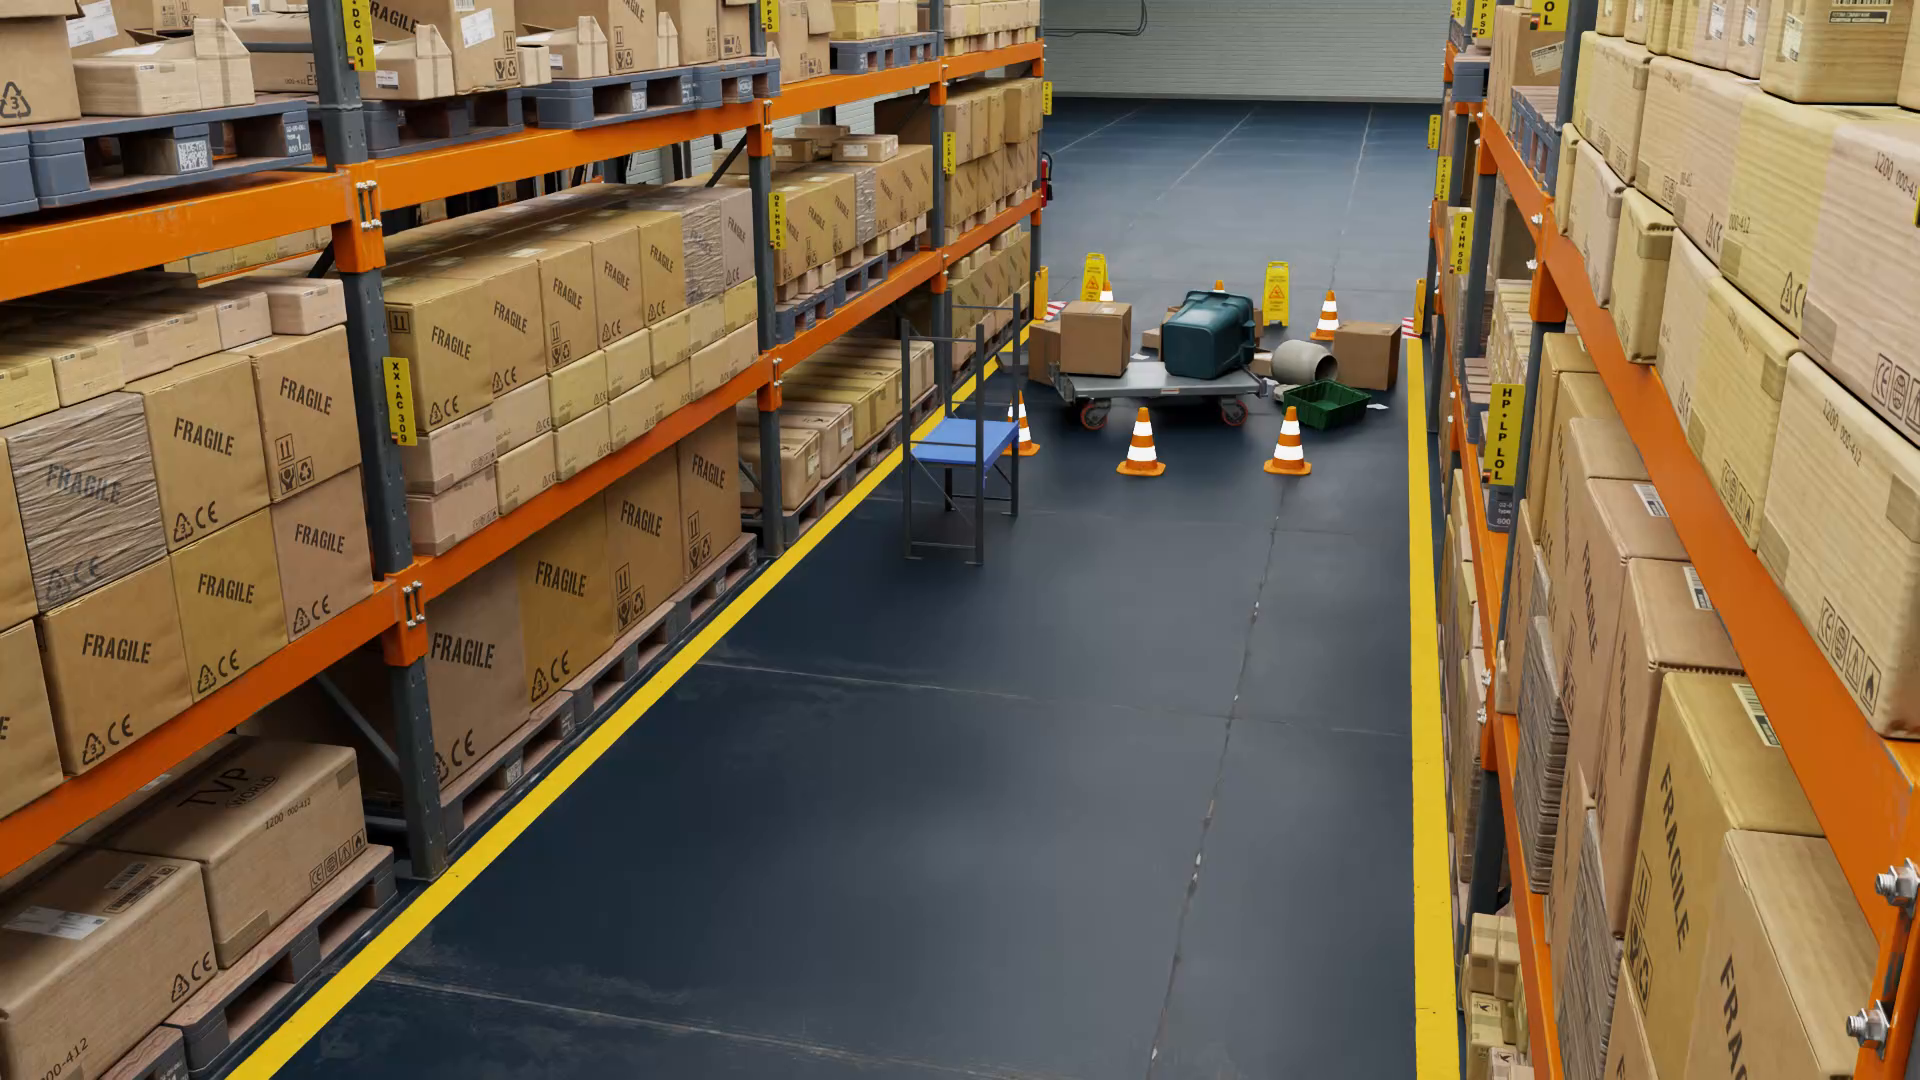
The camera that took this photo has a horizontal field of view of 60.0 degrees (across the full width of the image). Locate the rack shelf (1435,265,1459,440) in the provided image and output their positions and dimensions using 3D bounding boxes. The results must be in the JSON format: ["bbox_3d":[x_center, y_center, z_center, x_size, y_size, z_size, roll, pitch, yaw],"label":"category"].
[{"bbox_3d":[3.712,-1.280,10.908,1.077,0.370,4.000,5,19,13],"label":"rack shelf"}]

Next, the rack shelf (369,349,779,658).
[{"bbox_3d":[-2.090,-0.386,8.290,1.077,0.370,4.000,5,19,13],"label":"rack shelf"}]

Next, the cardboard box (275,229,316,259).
[{"bbox_3d":[-5.576,-2.437,13.413,0.500,0.250,0.500,5,19,14],"label":"cardboard box"}]

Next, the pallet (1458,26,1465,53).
[{"bbox_3d":[4.410,-3.881,12.905,1.003,0.211,1.213,5,19,13],"label":"pallet"}]

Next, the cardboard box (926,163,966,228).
[{"bbox_3d":[-0.246,-2.911,13.954,0.500,0.500,0.500,5,19,13],"label":"cardboard box"}]

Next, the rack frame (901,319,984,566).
[{"bbox_3d":[-0.103,-0.577,10.057,0.500,1.500,0.032,5,19,13],"label":"rack frame"}]

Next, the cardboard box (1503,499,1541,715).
[{"bbox_3d":[1.880,0.207,4.826,0.500,0.500,0.500,4,19,12],"label":"cardboard box"}]

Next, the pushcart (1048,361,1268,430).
[{"bbox_3d":[1.599,-1.202,13.622,1.648,0.377,0.936,-2,19,-6],"label":"pushcart"}]

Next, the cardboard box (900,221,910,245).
[{"bbox_3d":[-0.592,-2.339,12.633,0.380,0.149,0.250,4,19,12],"label":"cardboard box"}]

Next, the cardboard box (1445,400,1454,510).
[{"bbox_3d":[3.669,-0.586,10.594,1.050,0.750,0.750,5,19,14],"label":"cardboard box"}]

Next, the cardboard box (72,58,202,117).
[{"bbox_3d":[-2.489,-1.338,4.907,0.380,0.149,0.250,5,20,15],"label":"cardboard box"}]

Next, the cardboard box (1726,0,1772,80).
[{"bbox_3d":[1.408,-0.787,2.551,0.380,0.149,0.250,5,20,15],"label":"cardboard box"}]

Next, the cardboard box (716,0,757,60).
[{"bbox_3d":[-1.547,-2.890,9.058,0.797,0.503,0.637,3,19,10],"label":"cardboard box"}]

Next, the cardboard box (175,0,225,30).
[{"bbox_3d":[-5.754,-3.984,12.110,0.500,0.500,0.500,5,20,15],"label":"cardboard box"}]

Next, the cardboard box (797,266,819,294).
[{"bbox_3d":[-1.129,-1.688,10.729,0.380,0.149,0.250,3,19,10],"label":"cardboard box"}]

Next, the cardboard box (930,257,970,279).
[{"bbox_3d":[-0.130,-2.364,14.409,0.380,0.149,0.250,5,19,14],"label":"cardboard box"}]

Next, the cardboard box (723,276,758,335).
[{"bbox_3d":[-1.474,-1.347,9.449,0.500,0.250,0.500,5,19,13],"label":"cardboard box"}]

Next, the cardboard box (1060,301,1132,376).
[{"bbox_3d":[1.109,-1.651,13.577,0.500,0.500,0.500,5,19,13],"label":"cardboard box"}]

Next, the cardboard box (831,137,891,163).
[{"bbox_3d":[-0.718,-2.833,12.074,0.380,0.149,0.250,4,19,11],"label":"cardboard box"}]

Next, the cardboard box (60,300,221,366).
[{"bbox_3d":[-2.586,-0.654,5.256,0.380,0.149,0.250,5,19,13],"label":"cardboard box"}]

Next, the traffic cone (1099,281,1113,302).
[{"bbox_3d":[1.499,-2.423,17.067,0.336,0.463,0.334,5,19,13],"label":"traffic cone"}]

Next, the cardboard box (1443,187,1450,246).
[{"bbox_3d":[4.391,-2.609,13.454,0.875,0.550,0.550,5,19,13],"label":"cardboard box"}]

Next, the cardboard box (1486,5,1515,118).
[{"bbox_3d":[2.826,-2.303,7.993,0.500,0.500,0.500,5,19,13],"label":"cardboard box"}]

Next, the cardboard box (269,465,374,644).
[{"bbox_3d":[-2.444,0.019,5.837,0.500,0.500,0.500,5,19,14],"label":"cardboard box"}]

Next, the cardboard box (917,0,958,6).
[{"bbox_3d":[-0.231,-4.358,13.320,0.380,0.149,0.250,4,19,12],"label":"cardboard box"}]

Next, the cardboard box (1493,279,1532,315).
[{"bbox_3d":[2.921,-1.224,8.450,0.380,0.149,0.250,5,19,13],"label":"cardboard box"}]

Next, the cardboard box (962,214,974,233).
[{"bbox_3d":[-0.095,-2.805,14.648,0.380,0.149,0.250,5,20,15],"label":"cardboard box"}]

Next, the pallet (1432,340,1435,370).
[{"bbox_3d":[4.758,-1.544,14.881,1.003,0.211,1.213,5,19,13],"label":"pallet"}]

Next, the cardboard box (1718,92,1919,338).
[{"bbox_3d":[1.258,-0.396,2.025,0.500,0.250,0.500,4,19,12],"label":"cardboard box"}]

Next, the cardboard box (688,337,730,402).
[{"bbox_3d":[-1.583,-0.942,9.036,0.500,0.250,0.500,5,19,14],"label":"cardboard box"}]

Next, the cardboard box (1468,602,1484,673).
[{"bbox_3d":[2.321,0.476,6.712,0.500,0.250,0.500,6,20,16],"label":"cardboard box"}]

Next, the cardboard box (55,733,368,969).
[{"bbox_3d":[-2.836,1.103,6.133,0.875,0.438,0.875,4,19,13],"label":"cardboard box"}]

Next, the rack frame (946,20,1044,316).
[{"bbox_3d":[0.353,-3.861,17.350,1.000,3.000,0.127,5,19,13],"label":"rack frame"}]

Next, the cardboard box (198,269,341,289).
[{"bbox_3d":[-2.713,-0.780,6.628,0.500,0.500,0.500,5,20,15],"label":"cardboard box"}]

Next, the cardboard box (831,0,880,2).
[{"bbox_3d":[-0.870,-3.877,11.567,0.500,0.250,0.500,5,19,14],"label":"cardboard box"}]

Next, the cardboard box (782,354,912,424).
[{"bbox_3d":[-0.922,-1.172,12.894,0.950,0.372,0.625,6,20,17],"label":"cardboard box"}]

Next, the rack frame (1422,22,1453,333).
[{"bbox_3d":[5.178,-3.501,16.298,1.000,3.000,0.127,5,19,13],"label":"rack frame"}]

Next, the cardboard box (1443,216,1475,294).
[{"bbox_3d":[3.688,-1.993,11.727,0.500,0.500,0.500,5,19,14],"label":"cardboard box"}]

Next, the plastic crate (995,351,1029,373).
[{"bbox_3d":[0.554,-1.653,15.402,0.402,0.080,0.583,-2,19,-6],"label":"plastic crate"}]

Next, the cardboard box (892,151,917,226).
[{"bbox_3d":[-0.635,-2.675,12.615,0.500,0.500,0.500,5,19,14],"label":"cardboard box"}]

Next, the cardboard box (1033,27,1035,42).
[{"bbox_3d":[0.537,-5.027,16.513,0.380,0.149,0.250,5,19,14],"label":"cardboard box"}]

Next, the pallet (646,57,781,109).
[{"bbox_3d":[-1.707,-2.477,8.951,1.213,0.211,1.003,6,20,16],"label":"pallet"}]

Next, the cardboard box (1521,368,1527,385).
[{"bbox_3d":[2.412,-0.567,6.525,0.380,0.149,0.250,4,19,12],"label":"cardboard box"}]

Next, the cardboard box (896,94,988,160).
[{"bbox_3d":[-0.161,-3.547,14.271,0.700,0.500,0.500,5,19,14],"label":"cardboard box"}]

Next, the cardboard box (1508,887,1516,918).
[{"bbox_3d":[1.961,1.220,5.315,0.380,0.149,0.250,5,20,16],"label":"cardboard box"}]

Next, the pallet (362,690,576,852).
[{"bbox_3d":[-2.463,0.972,7.514,1.003,0.211,1.213,5,19,13],"label":"pallet"}]

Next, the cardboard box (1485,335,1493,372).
[{"bbox_3d":[2.918,-0.949,8.566,0.380,0.149,0.250,4,19,13],"label":"cardboard box"}]

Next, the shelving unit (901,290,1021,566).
[{"bbox_3d":[0.021,-0.736,10.523,0.538,1.500,1.048,5,19,13],"label":"shelving unit"}]

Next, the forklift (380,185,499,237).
[{"bbox_3d":[-3.902,-1.753,11.286,3.031,2.935,1.130,10,21,27],"label":"forklift"}]

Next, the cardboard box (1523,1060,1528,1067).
[{"bbox_3d":[1.779,1.608,4.640,0.380,0.149,0.250,4,19,11],"label":"cardboard box"}]

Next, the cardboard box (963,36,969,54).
[{"bbox_3d":[-0.139,-4.225,14.165,0.380,0.149,0.250,5,20,15],"label":"cardboard box"}]

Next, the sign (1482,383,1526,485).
[{"bbox_3d":[1.707,-0.331,5.224,0.100,0.325,0.005,5,19,13],"label":"sign"}]

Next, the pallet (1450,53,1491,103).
[{"bbox_3d":[3.329,-2.530,9.106,1.213,0.211,1.003,6,20,16],"label":"pallet"}]

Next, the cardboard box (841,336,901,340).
[{"bbox_3d":[-0.740,-1.711,14.660,0.500,0.250,0.500,6,20,16],"label":"cardboard box"}]

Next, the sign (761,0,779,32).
[{"bbox_3d":[-1.065,-3.008,9.292,0.100,0.325,0.005,5,19,13],"label":"sign"}]

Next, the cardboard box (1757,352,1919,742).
[{"bbox_3d":[1.123,0.002,1.634,0.500,0.250,0.500,4,19,12],"label":"cardboard box"}]
